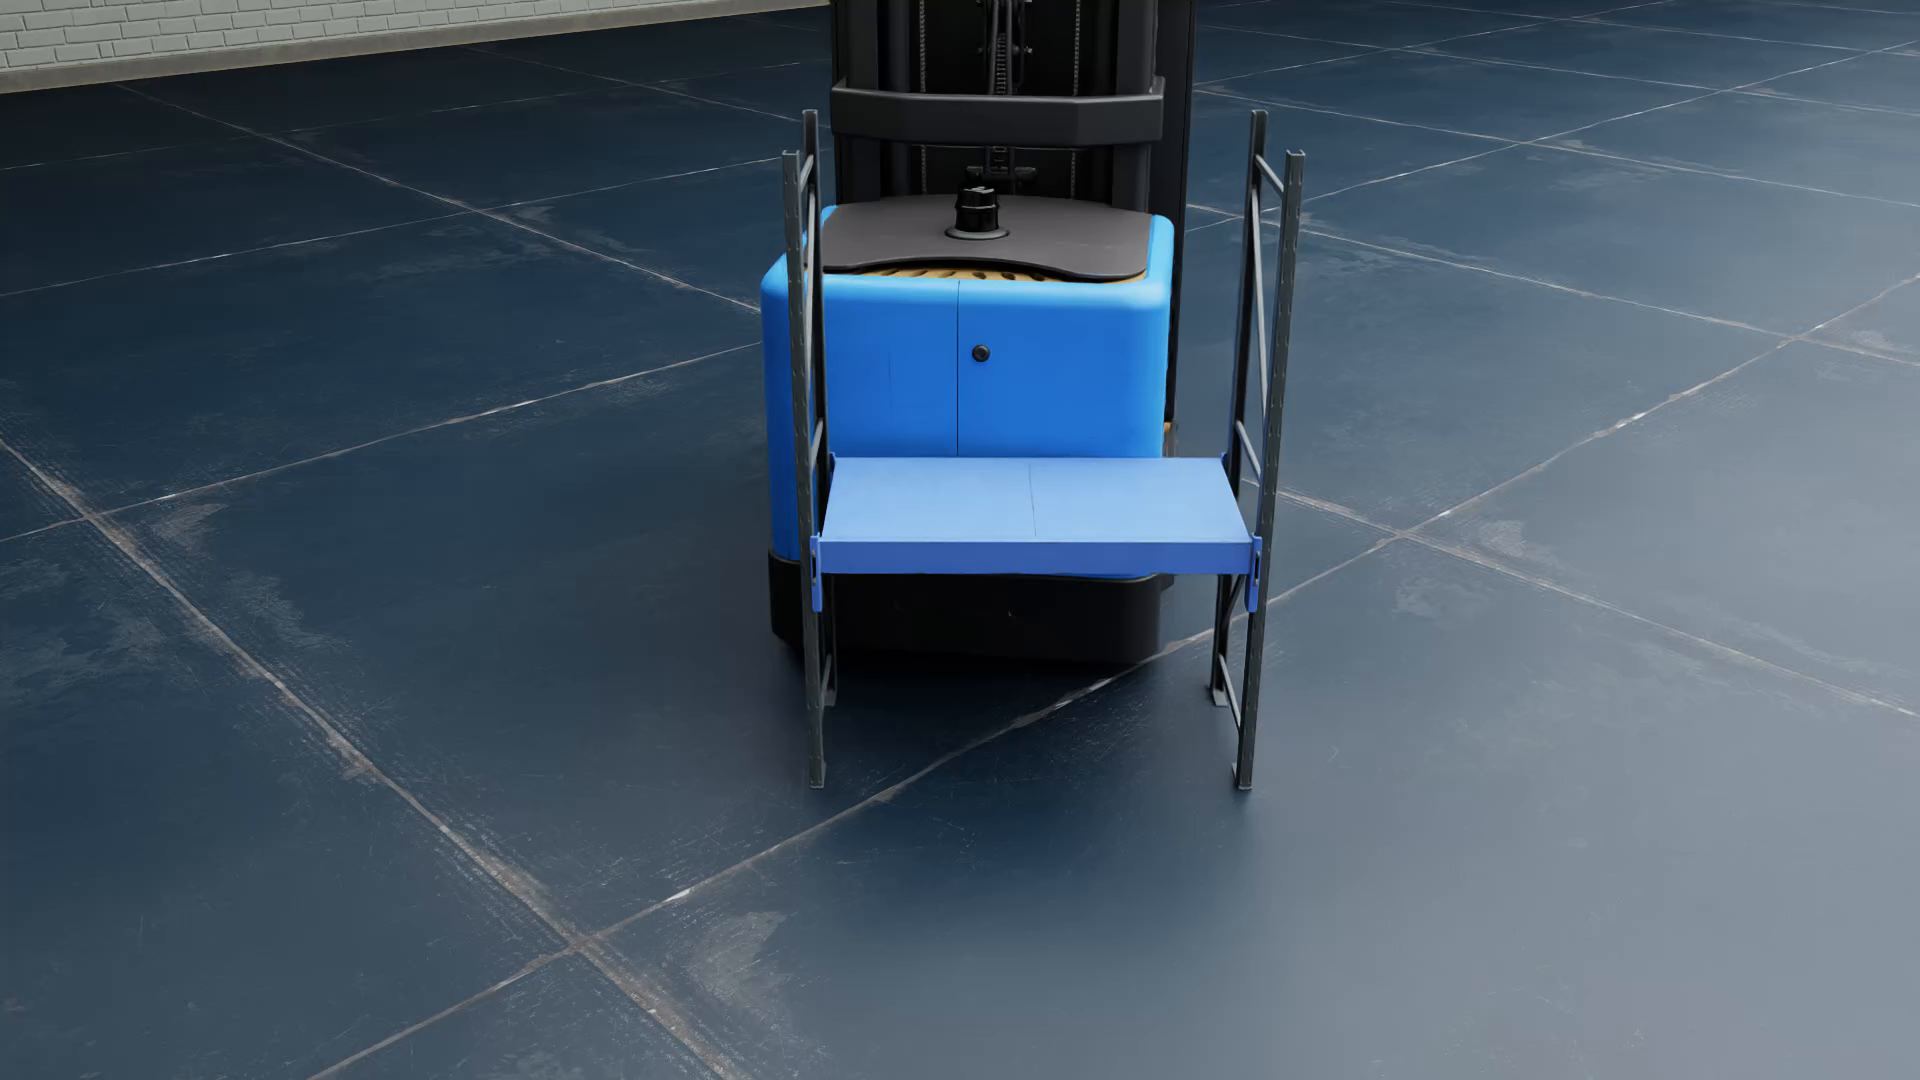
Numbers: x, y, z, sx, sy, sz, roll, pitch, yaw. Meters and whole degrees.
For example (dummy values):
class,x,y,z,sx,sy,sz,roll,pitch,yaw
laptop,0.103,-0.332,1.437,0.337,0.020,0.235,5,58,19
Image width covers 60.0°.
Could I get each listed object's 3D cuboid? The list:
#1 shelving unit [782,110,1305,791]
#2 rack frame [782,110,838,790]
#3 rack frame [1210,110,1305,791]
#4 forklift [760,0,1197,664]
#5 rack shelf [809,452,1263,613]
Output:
class,x,y,z,sx,sy,sz,roll,pitch,yaw
shelving unit,0.168,-0.191,3.863,1.048,1.500,0.538,0,25,0
rack frame,-0.340,-0.192,3.864,0.032,1.500,0.500,0,25,0
rack frame,0.676,-0.191,3.861,0.032,1.500,0.500,0,25,0
forklift,0.190,-1.588,5.201,1.130,2.935,3.031,3,25,7
rack shelf,0.168,-0.028,3.937,1.000,0.185,0.538,0,25,0
